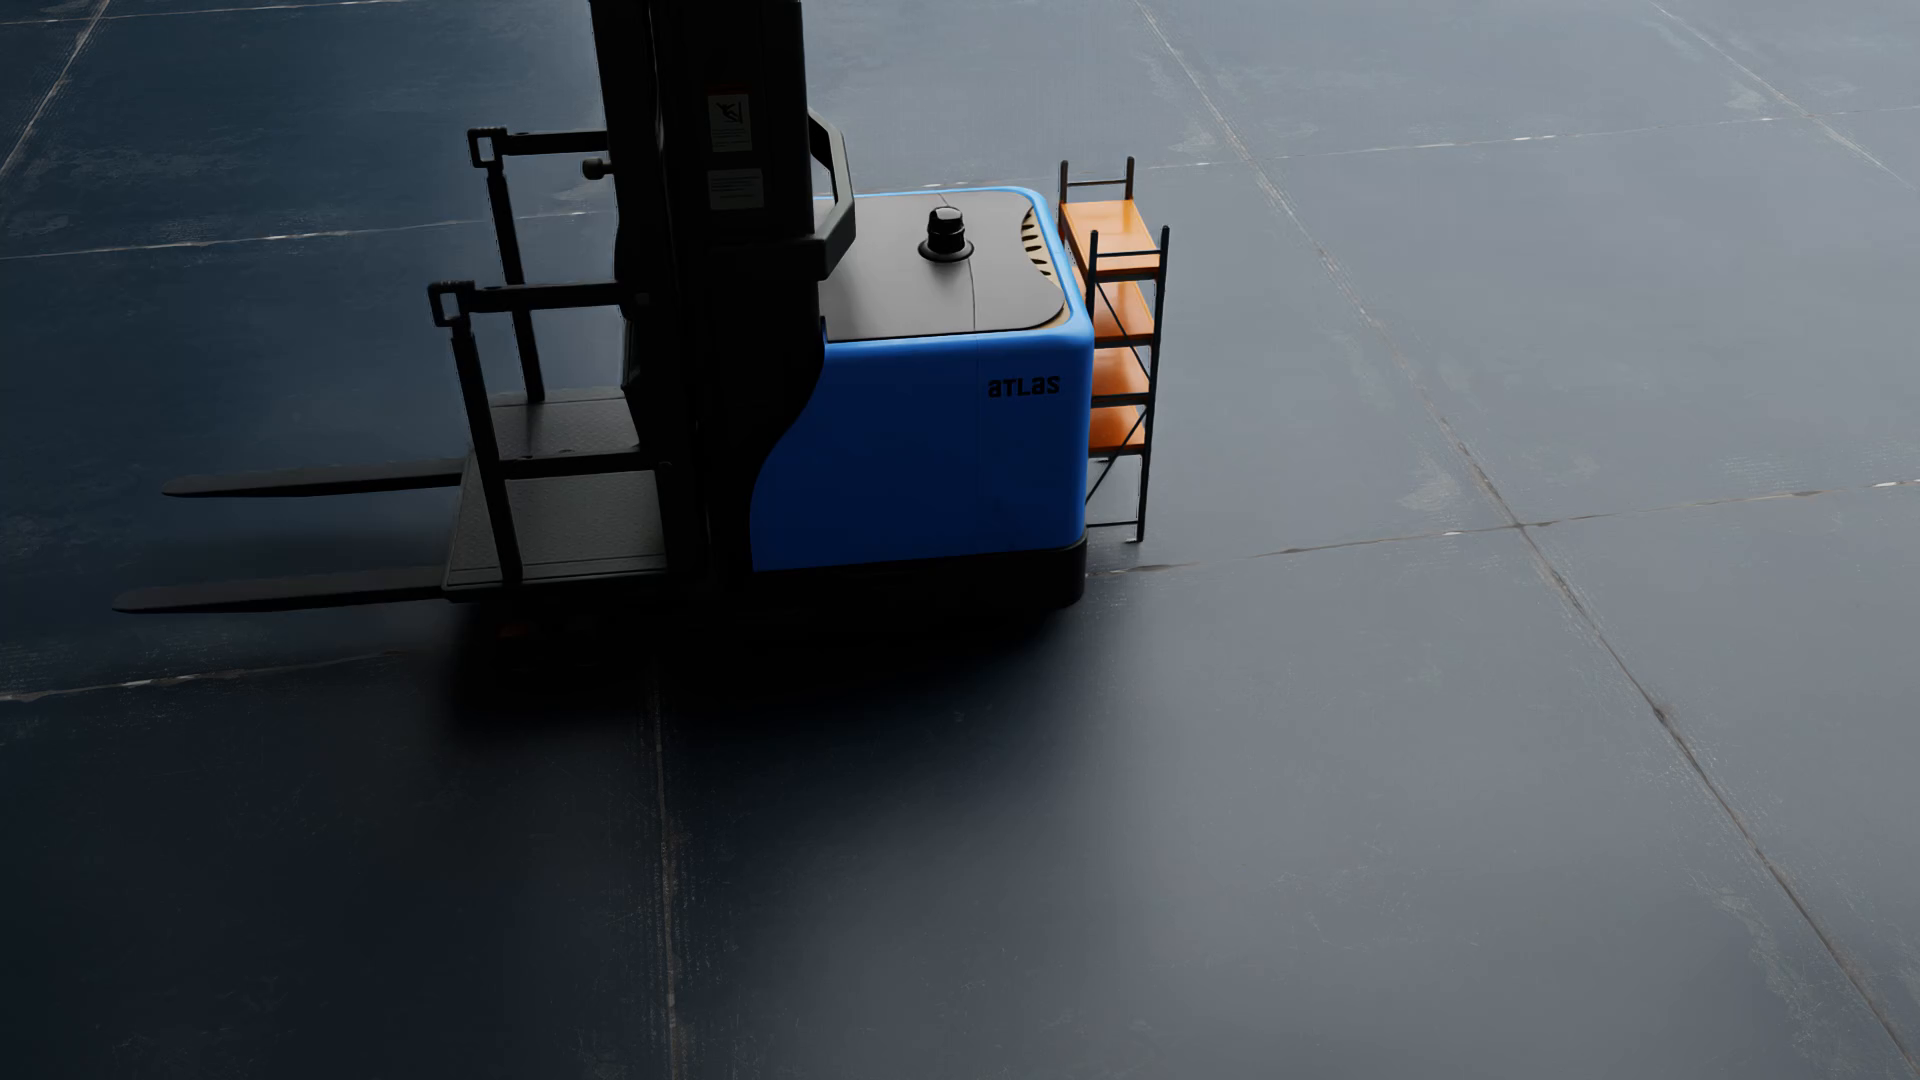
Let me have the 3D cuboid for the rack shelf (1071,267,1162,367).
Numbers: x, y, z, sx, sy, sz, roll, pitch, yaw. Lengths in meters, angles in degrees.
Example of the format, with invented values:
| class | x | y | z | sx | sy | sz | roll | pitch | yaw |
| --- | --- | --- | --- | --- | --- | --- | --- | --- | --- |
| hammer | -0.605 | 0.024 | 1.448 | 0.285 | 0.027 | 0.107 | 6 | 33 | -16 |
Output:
| class | x | y | z | sx | sy | sz | roll | pitch | yaw |
| --- | --- | --- | --- | --- | --- | --- | --- | --- | --- |
| rack shelf | 0.479 | -0.734 | 5.462 | 0.258 | 0.148 | 0.480 | -5 | 38 | -6 |

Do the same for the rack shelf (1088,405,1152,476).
| class | x | y | z | sx | sy | sz | roll | pitch | yaw |
| --- | --- | --- | --- | --- | --- | --- | --- | --- | --- |
| rack shelf | 0.479 | -0.401 | 5.721 | 0.258 | 0.148 | 0.480 | -5 | 38 | -6 |

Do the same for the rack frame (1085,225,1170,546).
| class | x | y | z | sx | sy | sz | roll | pitch | yaw |
| --- | --- | --- | --- | --- | --- | --- | --- | --- | --- |
| rack frame | 0.512 | -0.462 | 5.367 | 0.240 | 1.200 | 0.015 | -5 | 38 | -6 |

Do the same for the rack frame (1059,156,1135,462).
| class | x | y | z | sx | sy | sz | roll | pitch | yaw |
| --- | --- | --- | --- | --- | --- | --- | --- | --- | --- |
| rack frame | 0.446 | -0.759 | 5.749 | 0.240 | 1.200 | 0.015 | -5 | 38 | -6 |

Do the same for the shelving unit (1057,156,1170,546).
| class | x | y | z | sx | sy | sz | roll | pitch | yaw |
| --- | --- | --- | --- | --- | --- | --- | --- | --- | --- |
| shelving unit | 0.479 | -0.611 | 5.558 | 0.258 | 1.200 | 0.503 | -5 | 38 | -6 |

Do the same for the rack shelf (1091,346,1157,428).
| class | x | y | z | sx | sy | sz | roll | pitch | yaw |
| --- | --- | --- | --- | --- | --- | --- | --- | --- | --- |
| rack shelf | 0.479 | -0.558 | 5.600 | 0.258 | 0.148 | 0.480 | -5 | 38 | -6 |

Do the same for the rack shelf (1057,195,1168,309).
| class | x | y | z | sx | sy | sz | roll | pitch | yaw |
| --- | --- | --- | --- | --- | --- | --- | --- | --- | --- |
| rack shelf | 0.479 | -0.921 | 5.317 | 0.258 | 0.148 | 0.480 | -5 | 38 | -6 |

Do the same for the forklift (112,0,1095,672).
| class | x | y | z | sx | sy | sz | roll | pitch | yaw |
| --- | --- | --- | --- | --- | --- | --- | --- | --- | --- |
| forklift | -1.150 | -1.089 | 4.762 | 3.031 | 2.935 | 1.130 | -4 | 38 | -6 |
